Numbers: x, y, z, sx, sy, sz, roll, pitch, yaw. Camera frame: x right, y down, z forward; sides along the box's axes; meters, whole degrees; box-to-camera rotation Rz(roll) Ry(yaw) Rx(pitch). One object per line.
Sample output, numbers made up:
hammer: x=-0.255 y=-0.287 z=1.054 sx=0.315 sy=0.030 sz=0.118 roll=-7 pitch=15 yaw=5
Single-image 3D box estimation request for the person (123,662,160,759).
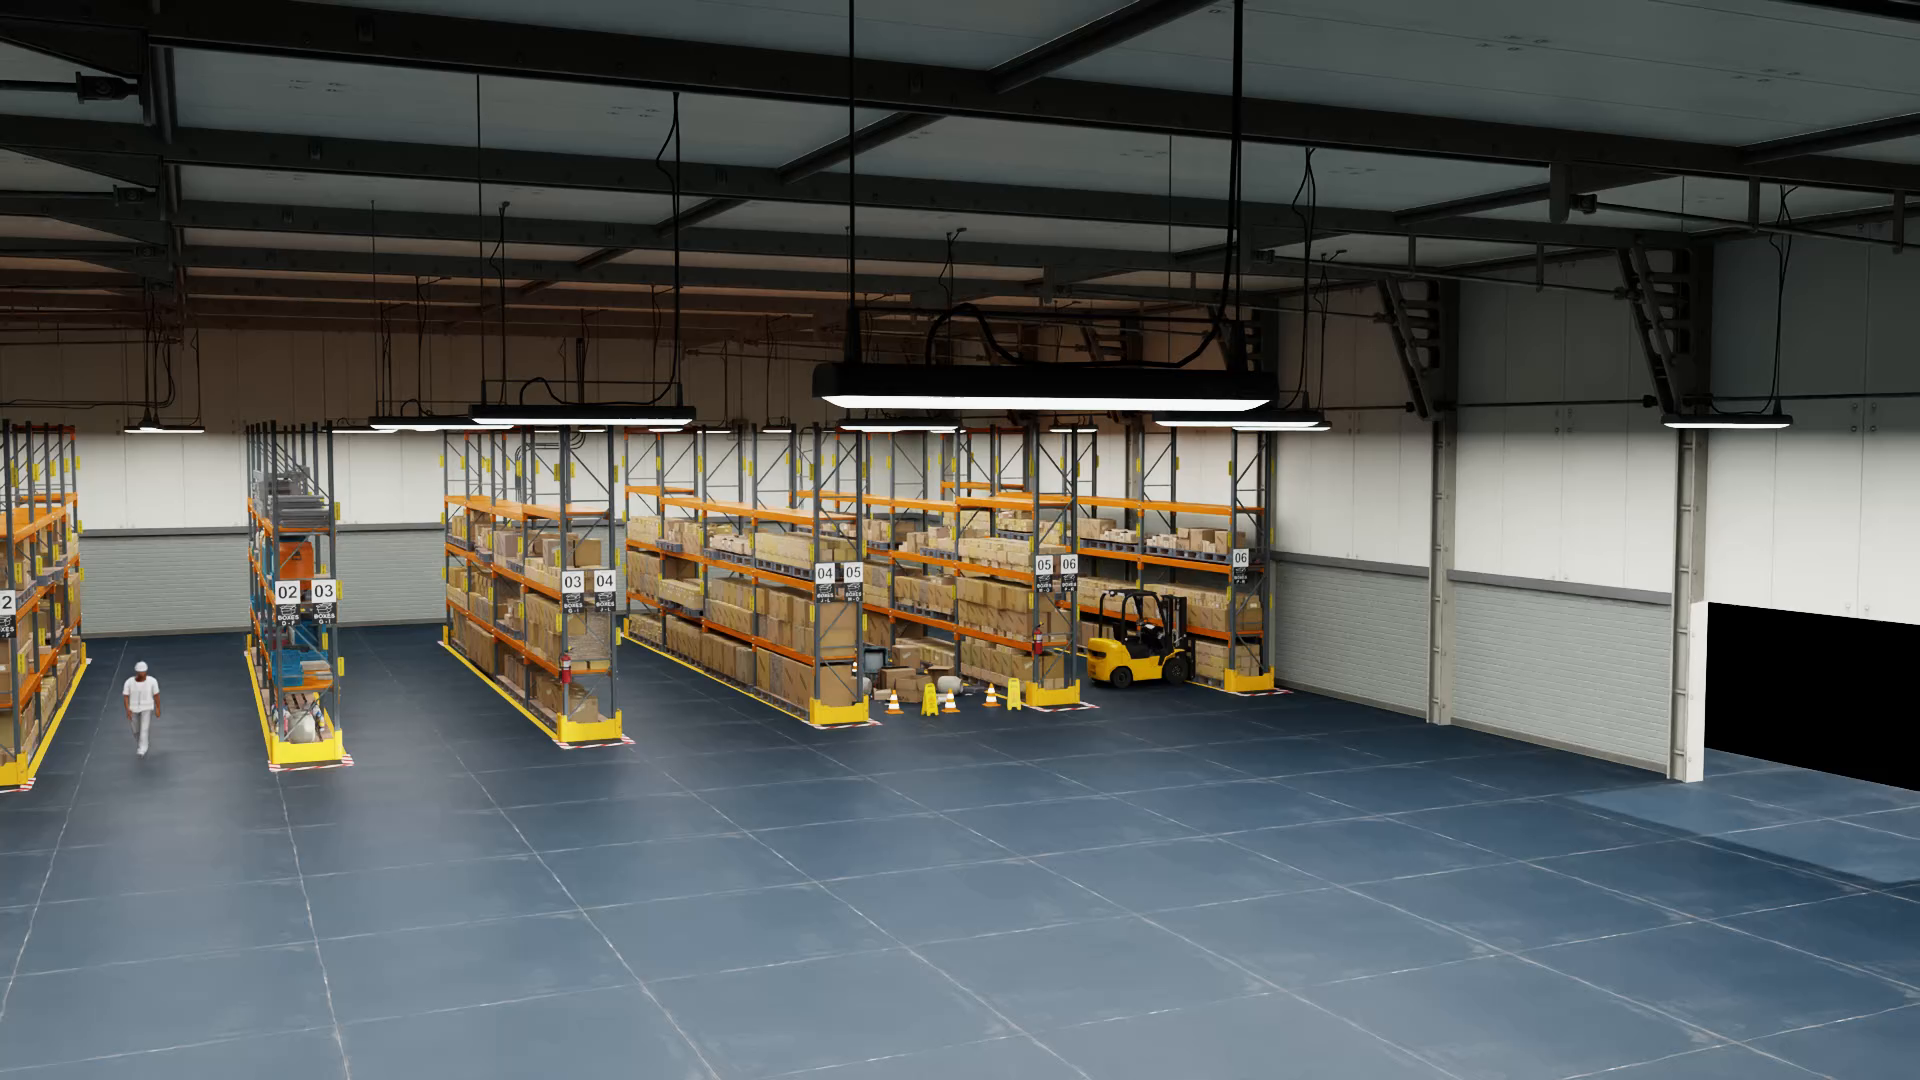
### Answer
person: x=-14.620 y=3.021 z=29.639 sx=0.563 sy=1.689 sz=1.127 roll=-1 pitch=4 yaw=-15
